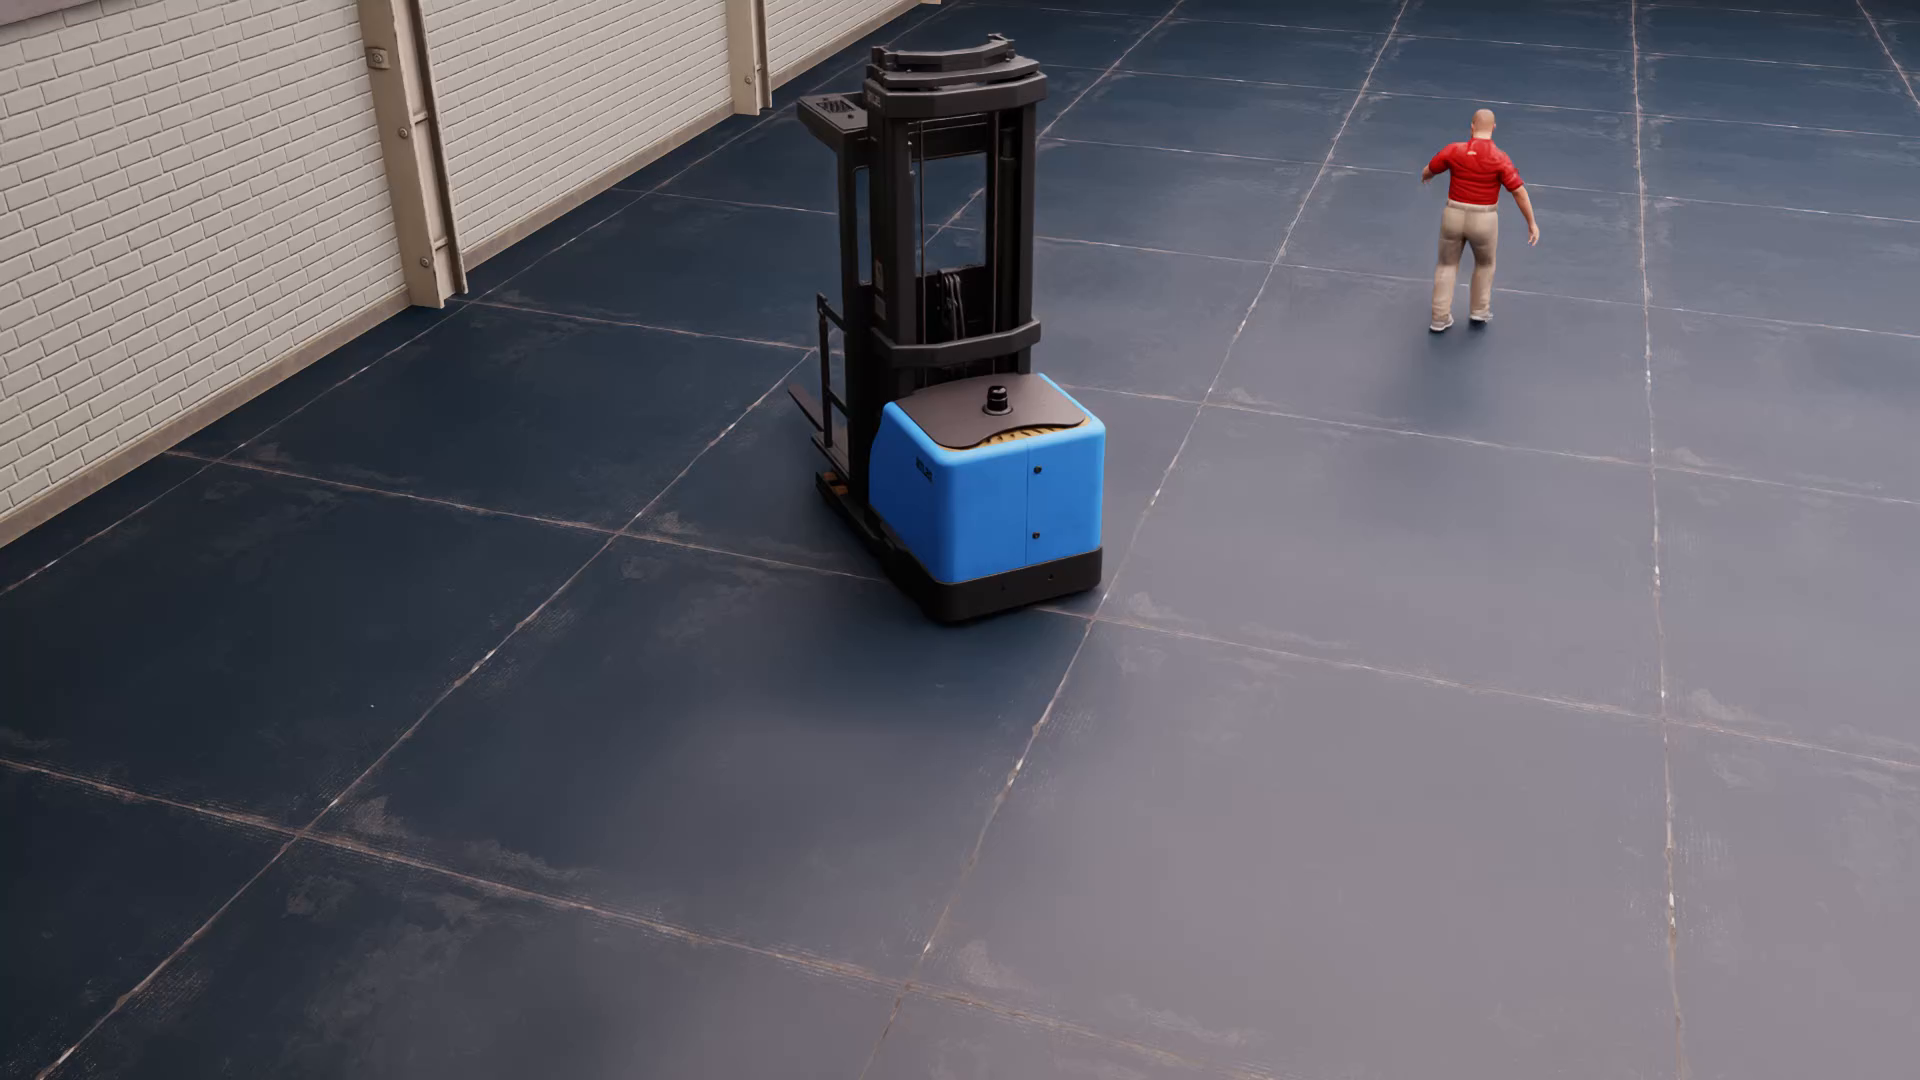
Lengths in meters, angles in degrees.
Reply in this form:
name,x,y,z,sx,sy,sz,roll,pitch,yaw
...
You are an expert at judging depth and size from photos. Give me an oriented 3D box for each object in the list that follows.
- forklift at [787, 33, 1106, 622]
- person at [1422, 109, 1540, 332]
name,x,y,z,sx,sy,sz,roll,pitch,yaw
forklift,-0.261,-1.533,9.826,1.130,2.935,3.031,-13,32,-21
person,3.945,-2.438,12.707,1.009,1.744,0.659,16,33,26
